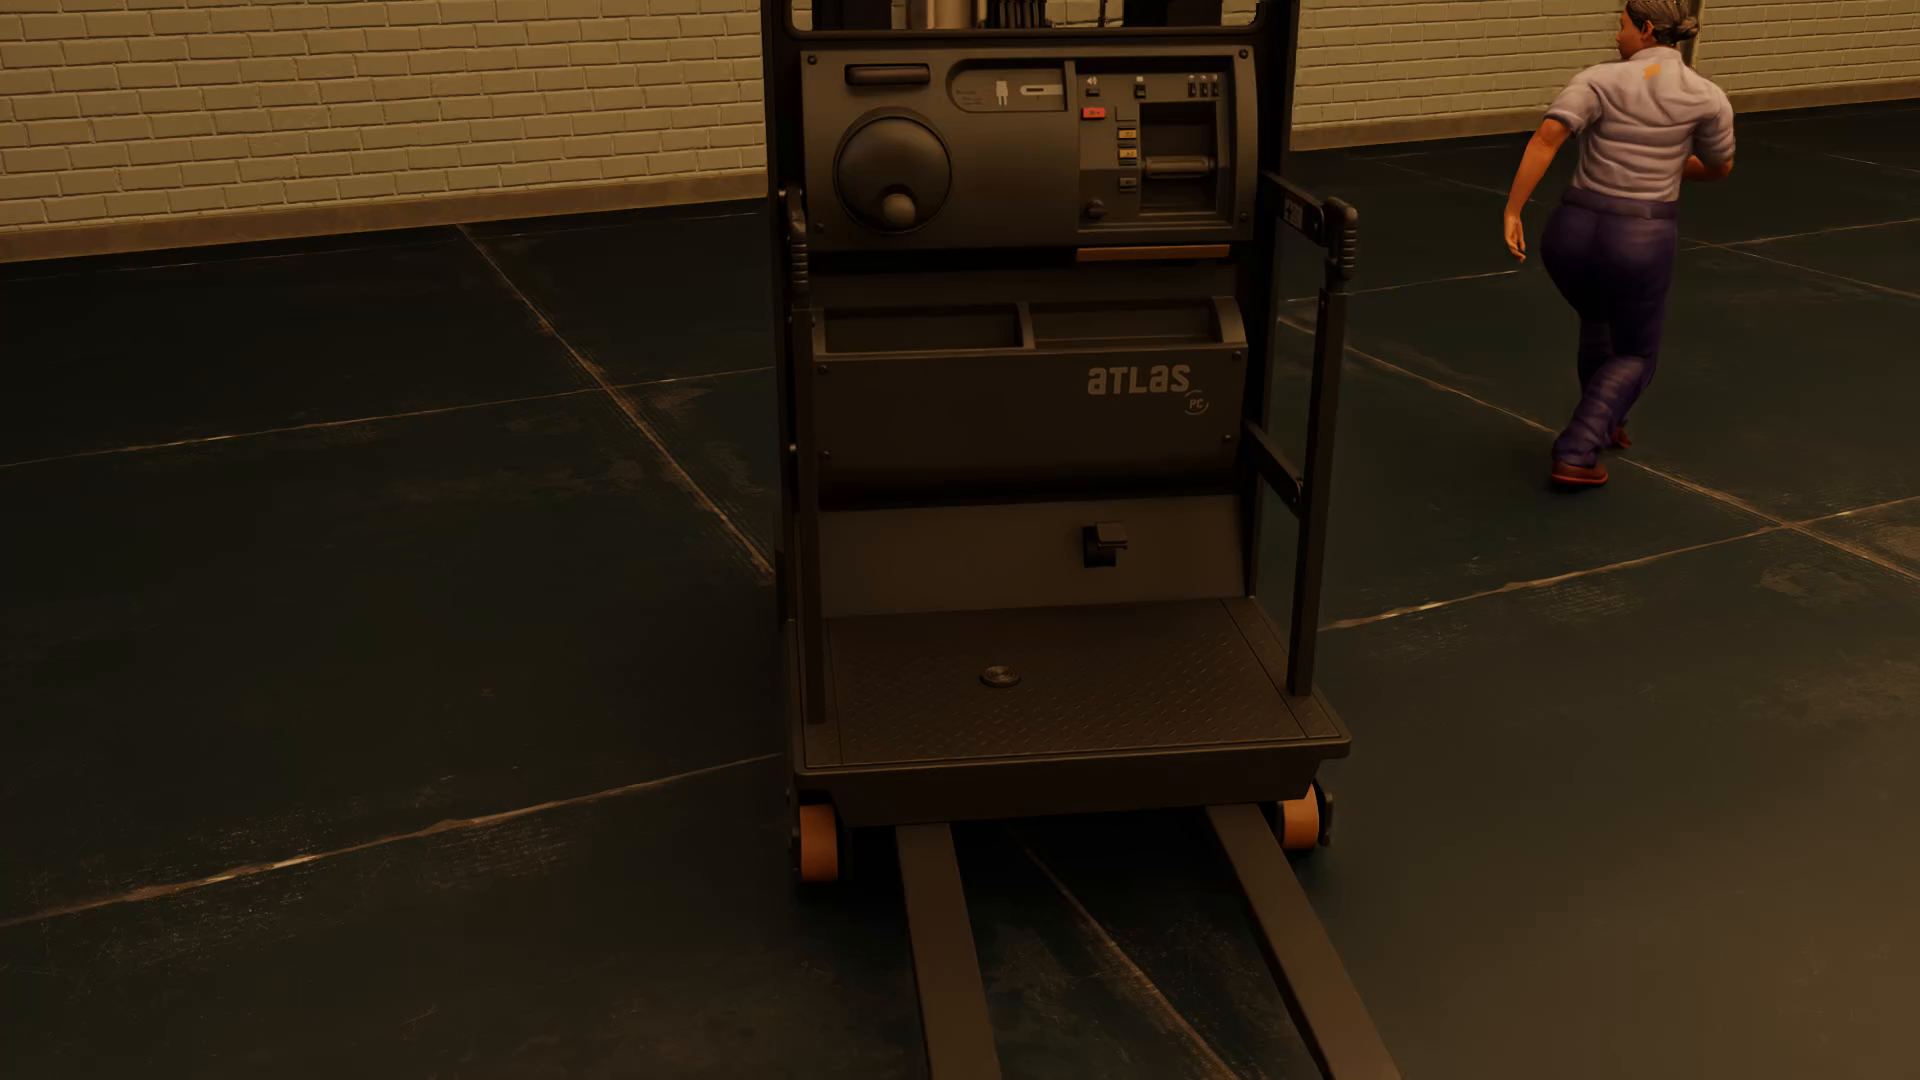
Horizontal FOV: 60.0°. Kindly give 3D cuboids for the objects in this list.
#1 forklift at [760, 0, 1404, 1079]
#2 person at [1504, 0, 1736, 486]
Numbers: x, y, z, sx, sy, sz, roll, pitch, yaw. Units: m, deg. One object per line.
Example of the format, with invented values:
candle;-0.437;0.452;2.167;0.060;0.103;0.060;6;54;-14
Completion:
forklift;0.173;-0.789;3.186;1.130;2.935;3.031;-3;23;-6
person;2.153;-0.949;5.400;0.518;1.633;0.850;19;29;37
